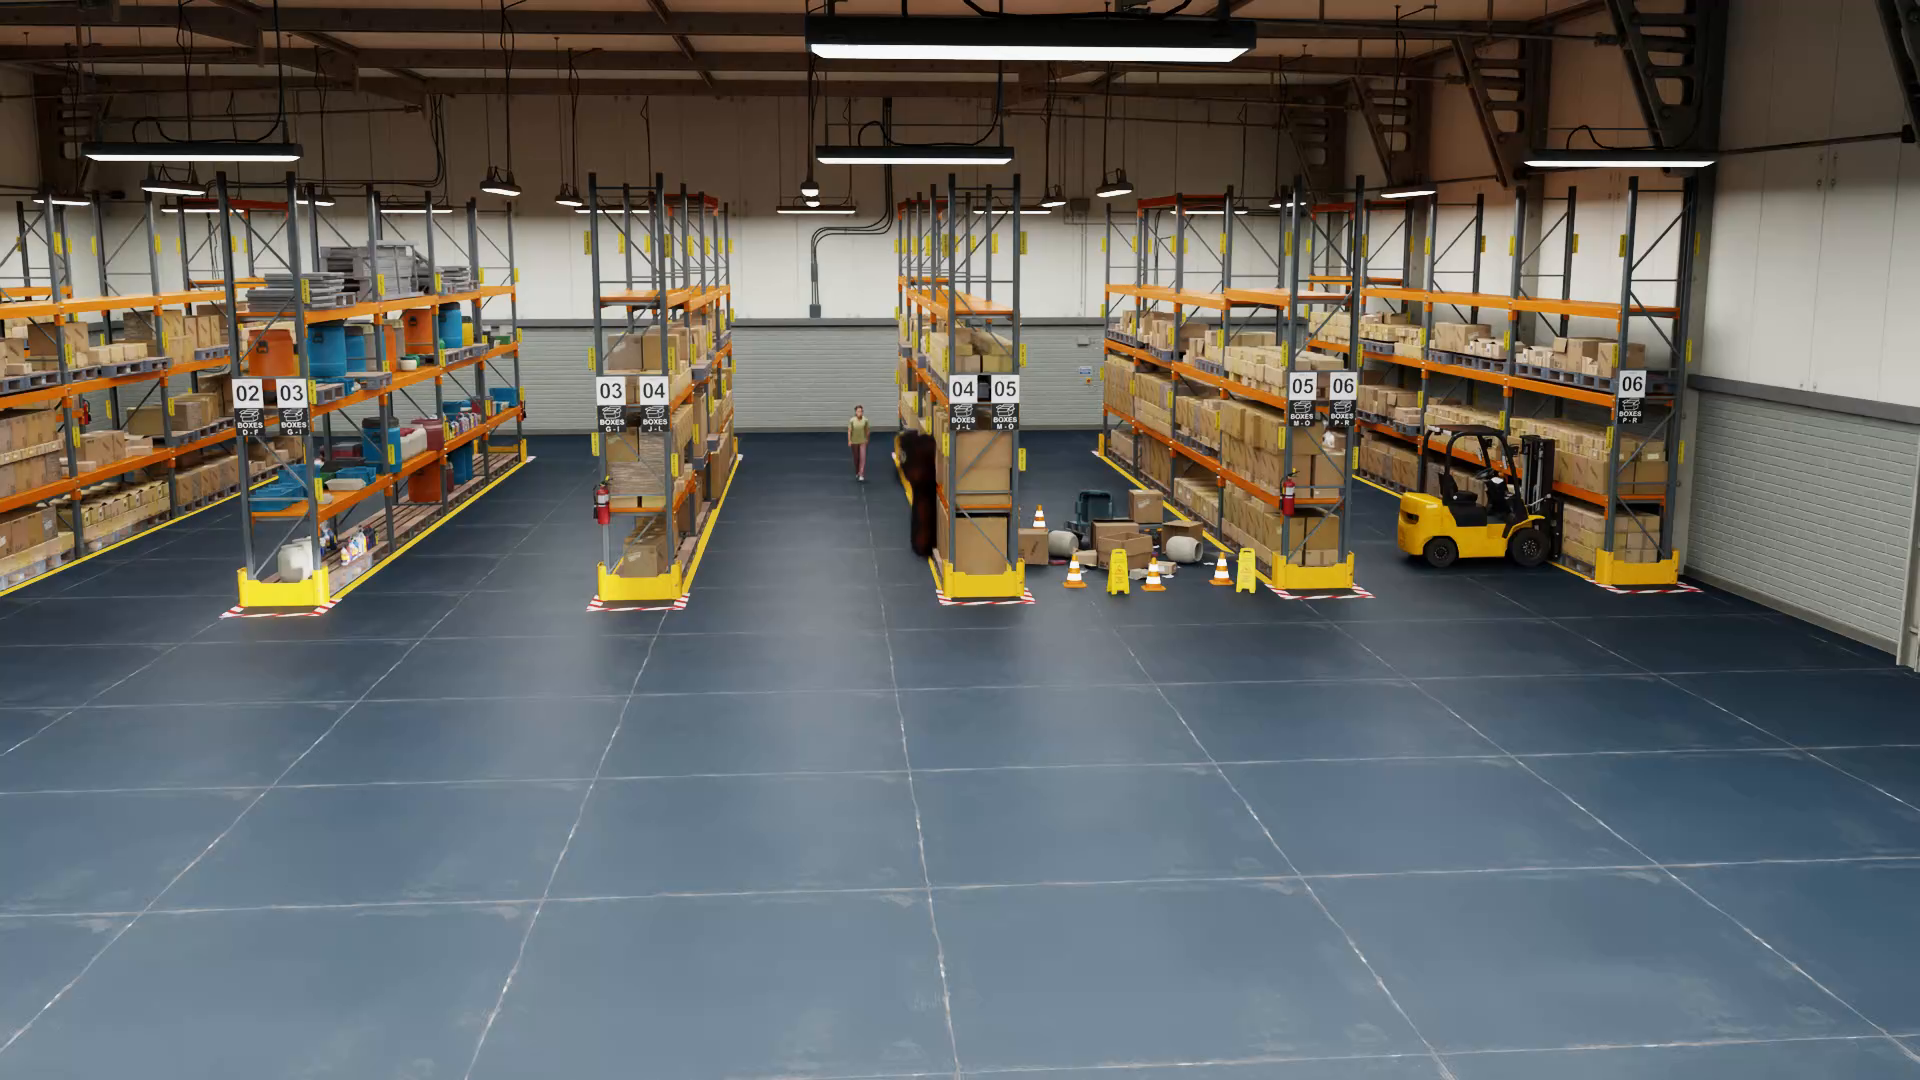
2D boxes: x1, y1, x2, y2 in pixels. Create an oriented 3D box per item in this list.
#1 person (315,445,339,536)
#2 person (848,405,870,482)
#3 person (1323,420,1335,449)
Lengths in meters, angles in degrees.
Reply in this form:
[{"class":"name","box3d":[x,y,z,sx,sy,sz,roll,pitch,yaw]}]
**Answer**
[{"class":"person","box3d":[-10.792,-0.764,28.270,0.541,1.709,0.372,-5,11,-25]},{"class":"person","box3d":[-2.189,-2.098,35.859,0.462,1.629,1.004,0,10,1]},{"class":"person","box3d":[7.109,-1.508,32.456,0.413,1.667,0.526,0,10,3]}]
